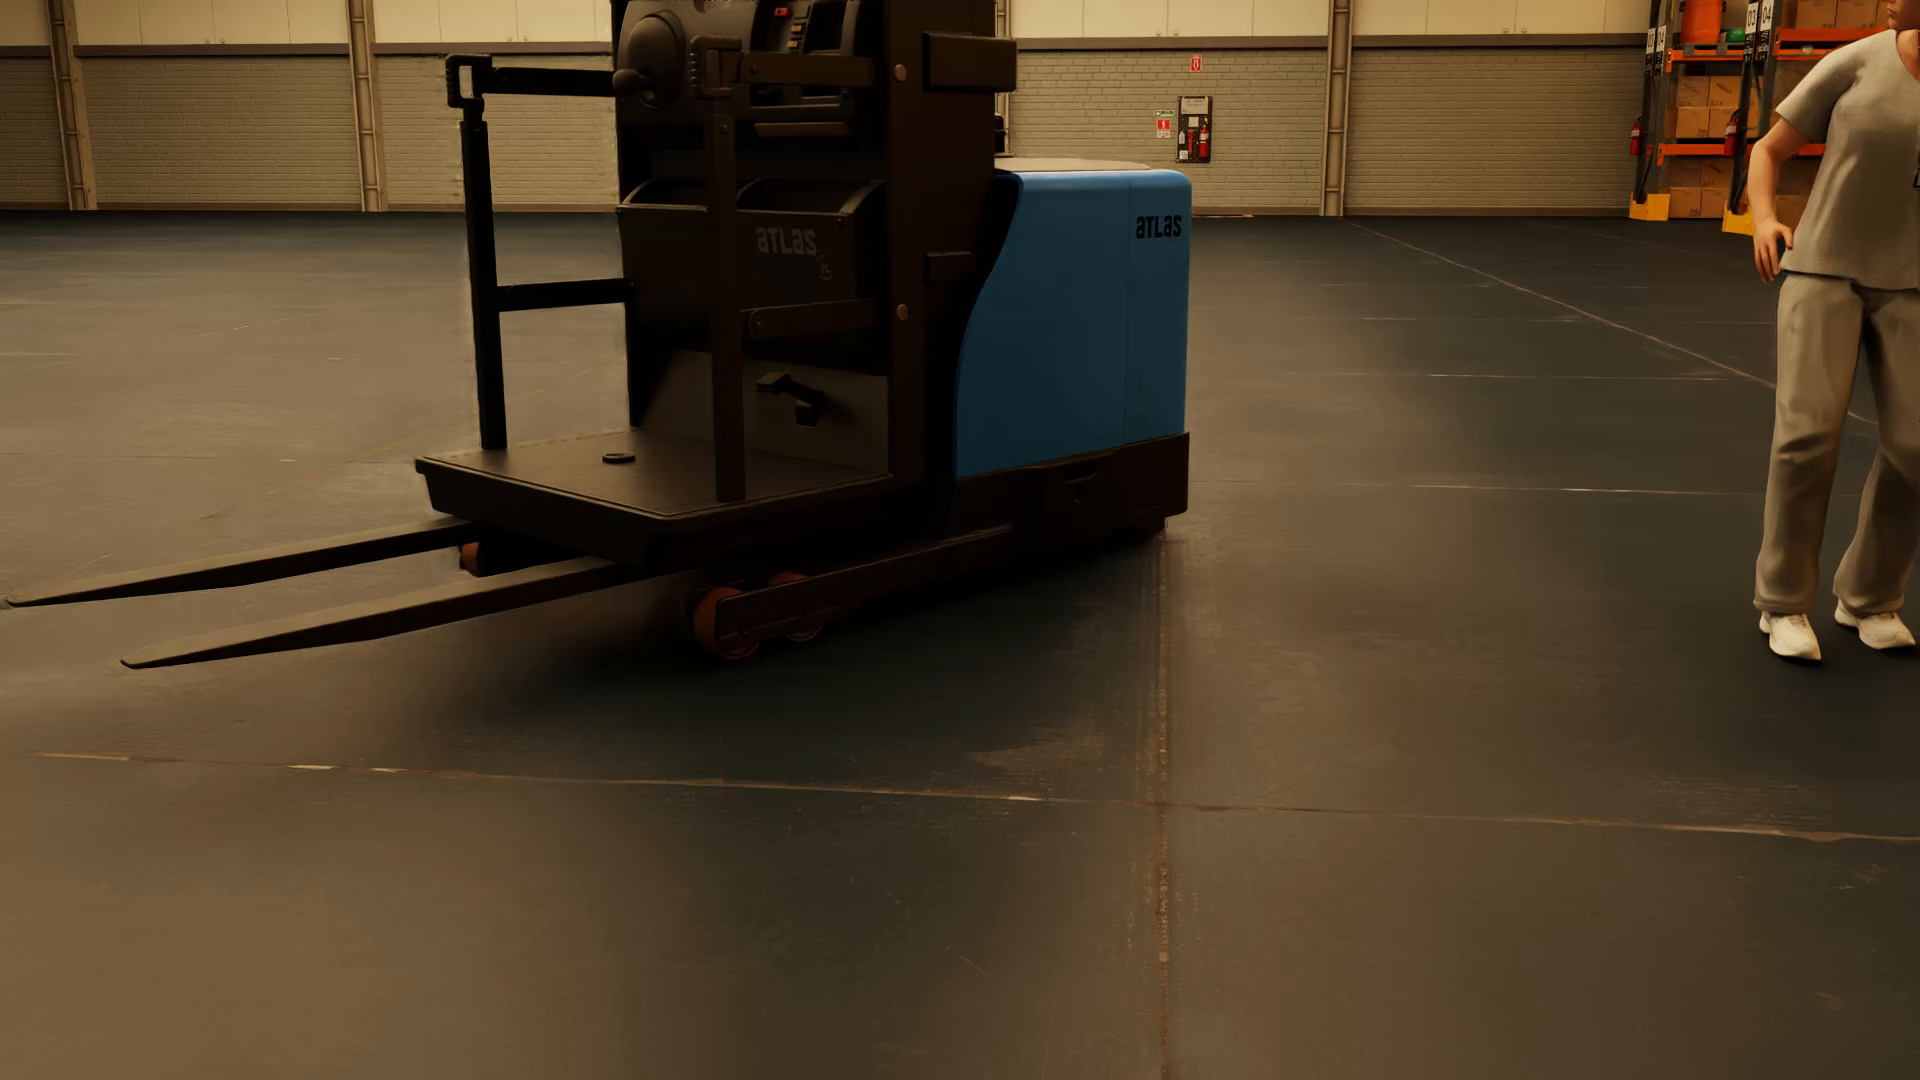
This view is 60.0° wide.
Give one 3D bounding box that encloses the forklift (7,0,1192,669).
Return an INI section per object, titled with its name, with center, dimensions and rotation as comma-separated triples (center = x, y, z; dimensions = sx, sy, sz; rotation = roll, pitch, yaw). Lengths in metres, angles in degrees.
[forklift]
center = -0.692, -1.285, 4.005
dimensions = 1.130, 2.935, 3.031
rotation = 12, 18, 42

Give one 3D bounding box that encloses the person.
[person]
center = 2.090, -0.544, 3.719
dimensions = 0.638, 1.633, 0.473
rotation = 5, 14, 22
